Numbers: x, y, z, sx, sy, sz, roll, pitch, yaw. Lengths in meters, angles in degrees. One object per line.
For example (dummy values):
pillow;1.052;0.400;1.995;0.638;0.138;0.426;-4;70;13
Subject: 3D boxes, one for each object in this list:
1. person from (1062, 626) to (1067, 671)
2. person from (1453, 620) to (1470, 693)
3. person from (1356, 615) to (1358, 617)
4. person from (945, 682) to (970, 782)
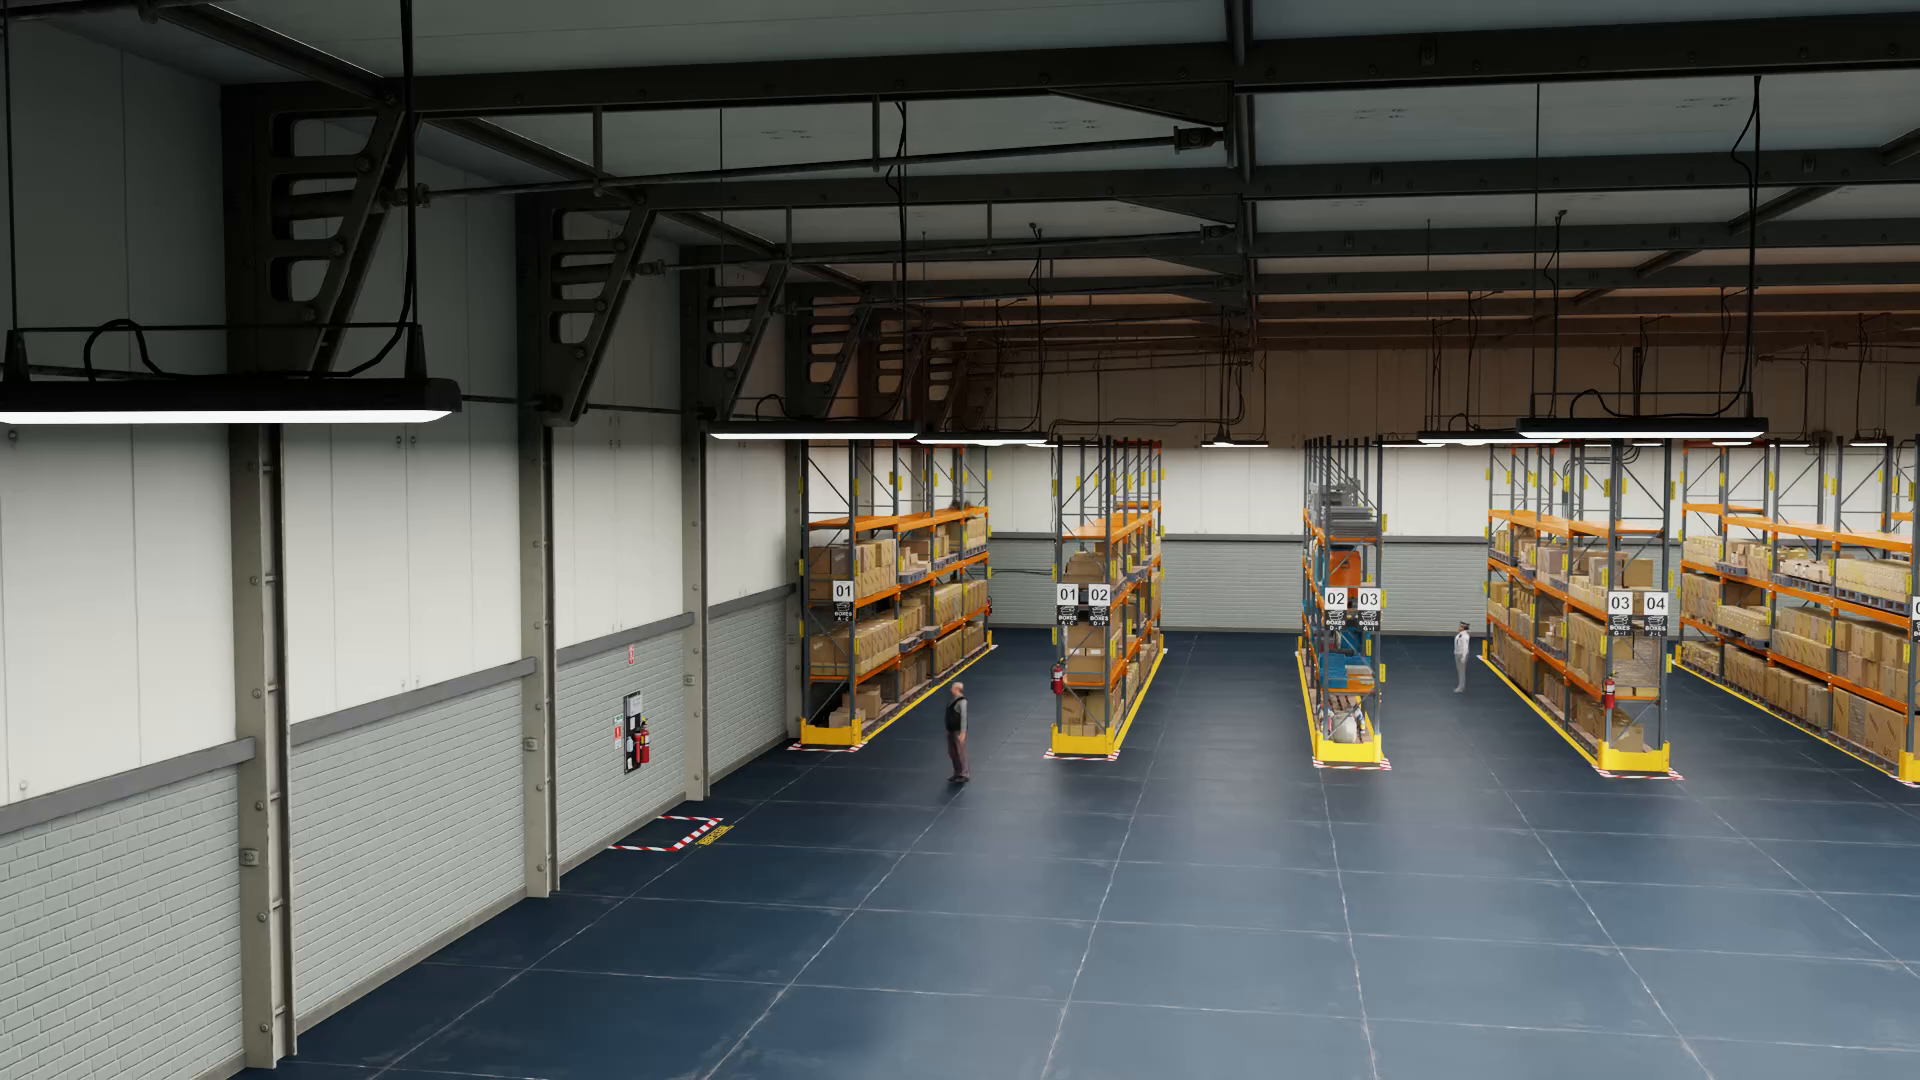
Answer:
person;2.823;2.508;42.801;0.414;1.786;0.606;0;3;-8
person;11.842;2.753;39.463;0.550;1.679;0.479;-1;3;-21
person;11.390;2.301;47.109;0.523;1.810;0.429;3;4;42
person;-0.048;3.323;28.653;0.396;1.757;0.640;-1;3;-23
